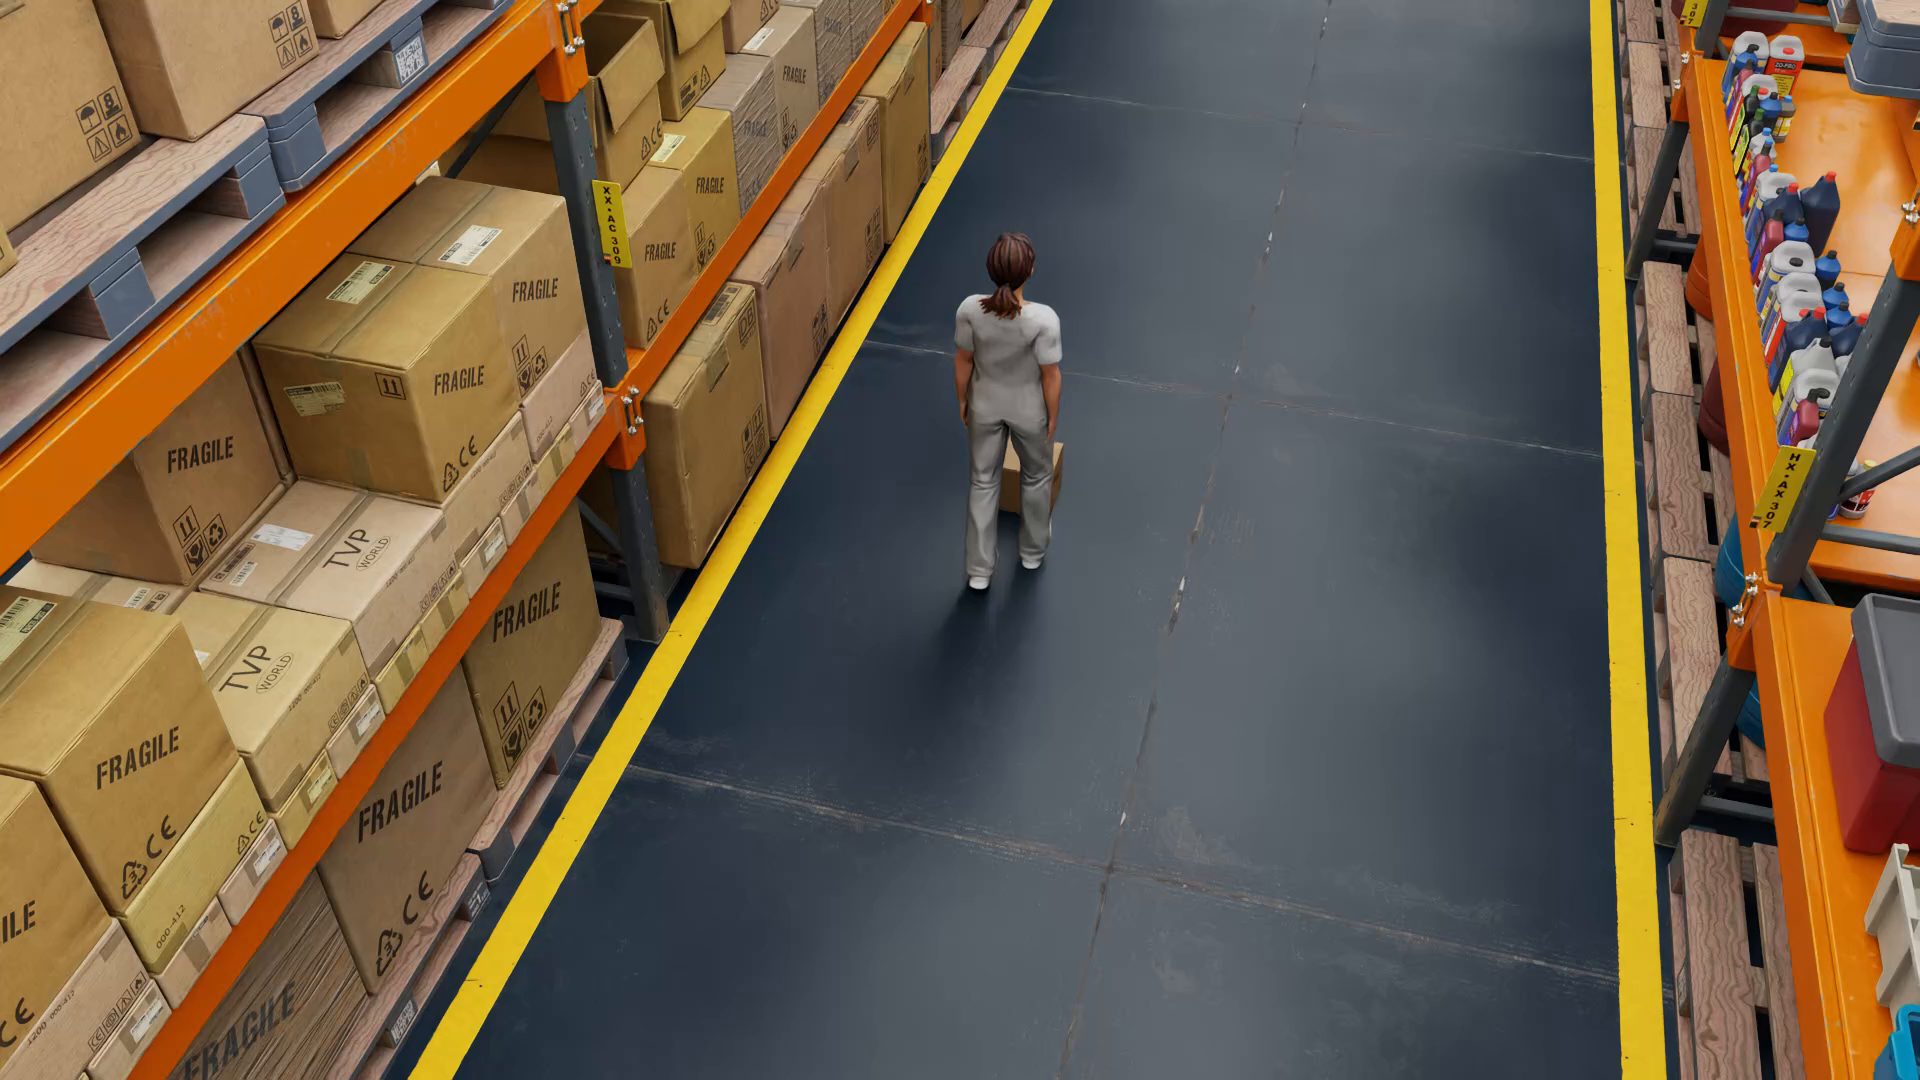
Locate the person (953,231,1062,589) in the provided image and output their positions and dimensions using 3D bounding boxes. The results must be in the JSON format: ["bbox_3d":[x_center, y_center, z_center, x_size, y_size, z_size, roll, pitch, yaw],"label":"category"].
[{"bbox_3d":[0.205,-0.541,6.790,0.441,1.676,0.519,10,42,12],"label":"person"}]
